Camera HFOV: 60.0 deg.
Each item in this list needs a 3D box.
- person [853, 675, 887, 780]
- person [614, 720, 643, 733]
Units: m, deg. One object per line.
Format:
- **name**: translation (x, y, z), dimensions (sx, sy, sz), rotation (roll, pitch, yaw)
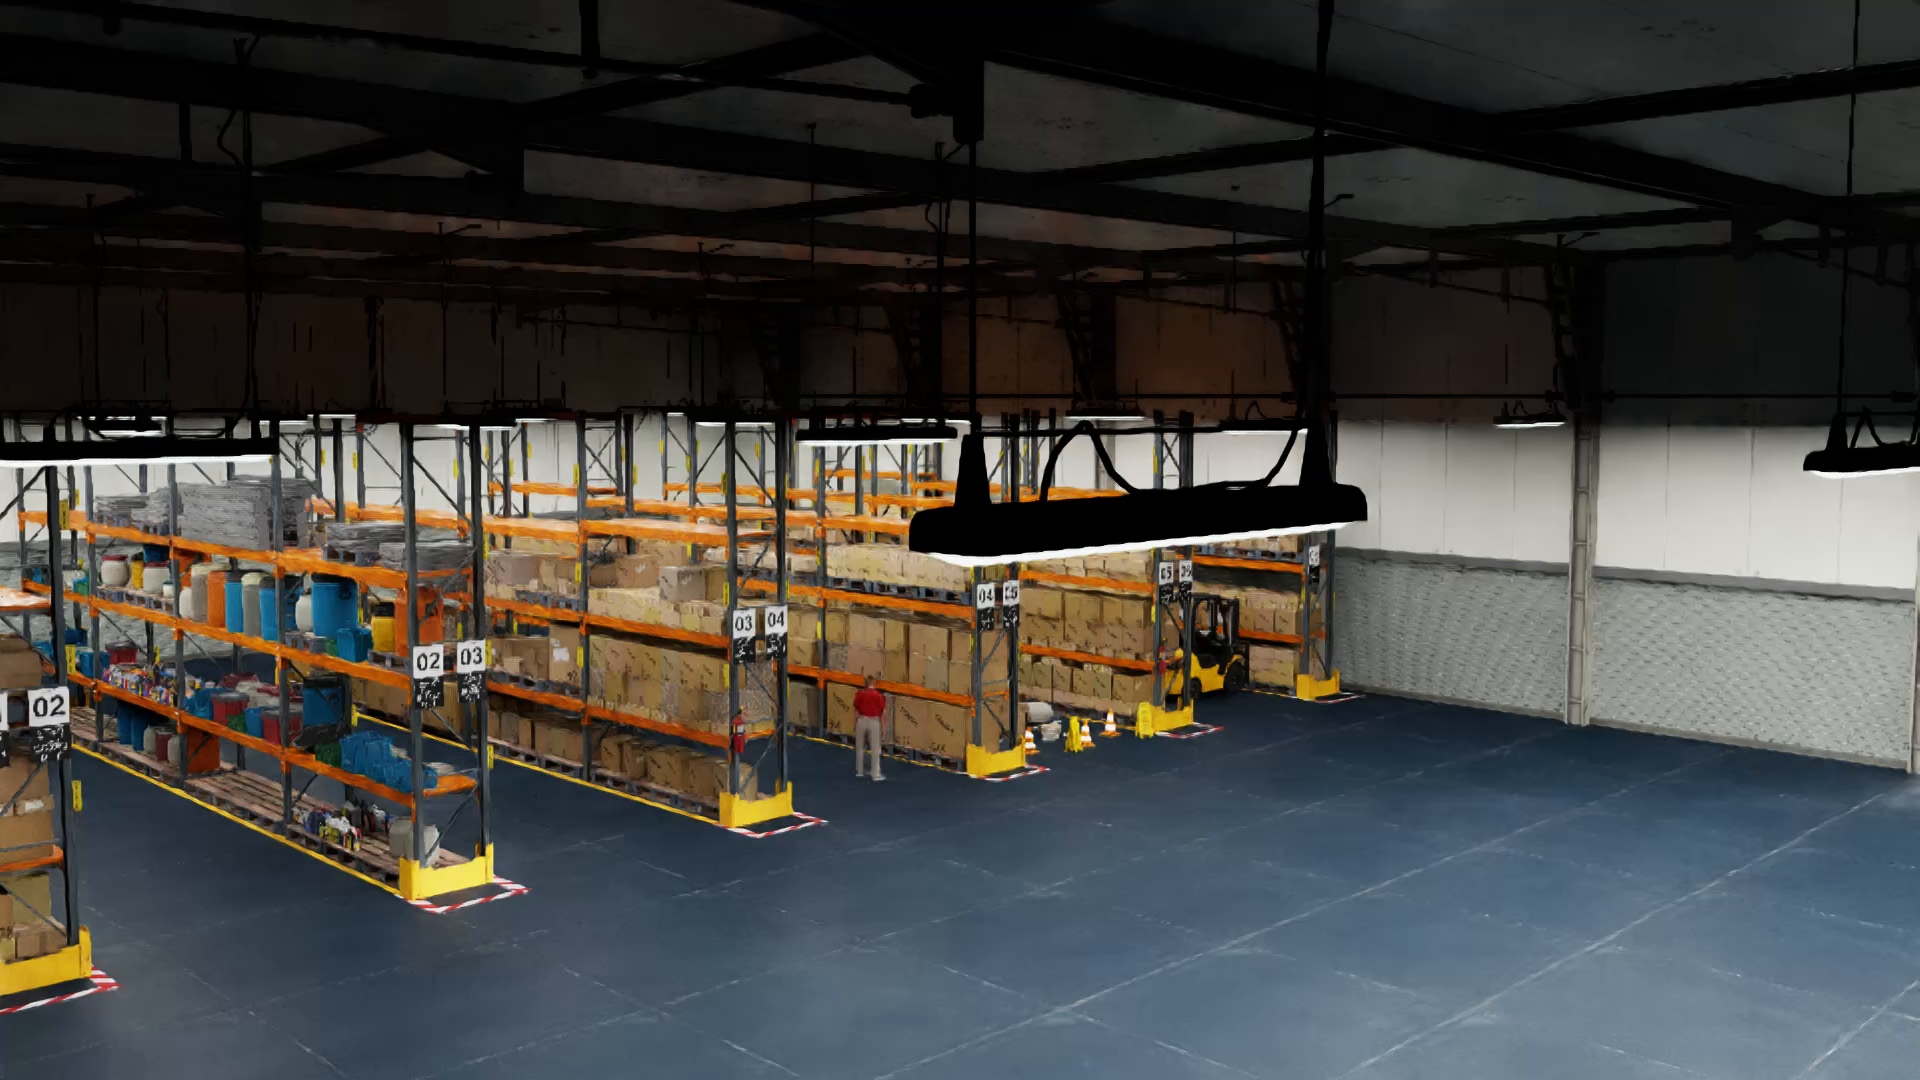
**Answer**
- **person**: translation (-1.481, 3.074, 27.435), dimensions (0.593, 1.733, 0.457), rotation (1, 5, 15)
- **person**: translation (-6.234, 2.802, 31.349), dimensions (1.019, 1.610, 0.456), rotation (5, 7, 44)
